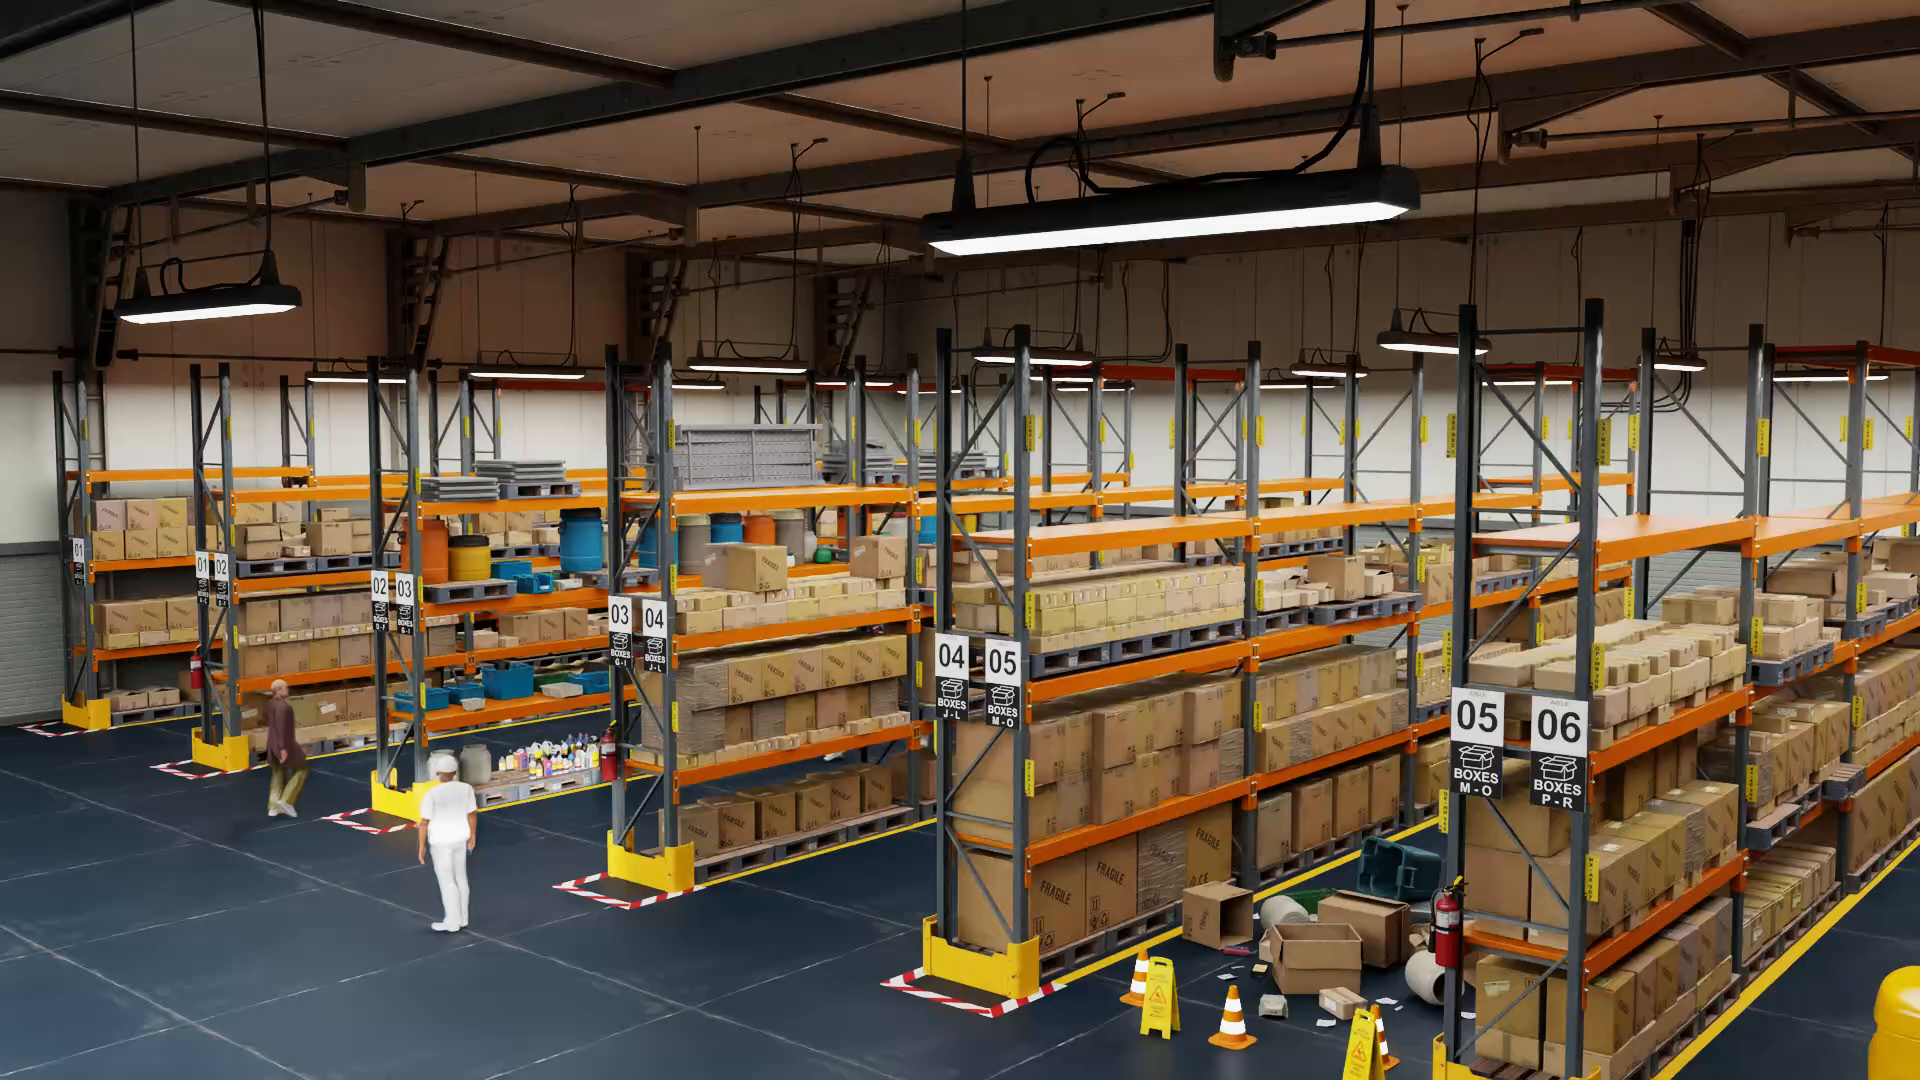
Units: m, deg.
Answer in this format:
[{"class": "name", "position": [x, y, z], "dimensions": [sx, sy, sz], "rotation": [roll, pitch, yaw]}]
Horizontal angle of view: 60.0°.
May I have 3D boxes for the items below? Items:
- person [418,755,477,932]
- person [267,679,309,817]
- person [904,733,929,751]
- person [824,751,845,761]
[{"class": "person", "position": [-5.183, 3.065, 16.862], "dimensions": [0.405, 1.781, 0.628], "rotation": [3, 5, 32]}, {"class": "person", "position": [-8.794, 2.715, 21.665], "dimensions": [0.564, 1.816, 0.486], "rotation": [3, 5, 39]}, {"class": "person", "position": [-0.624, 2.547, 24.282], "dimensions": [0.688, 1.721, 0.526], "rotation": [0, 4, 5]}, {"class": "person", "position": [-1.905, 2.500, 25.334], "dimensions": [0.383, 1.685, 0.483], "rotation": [2, 5, 25]}]
